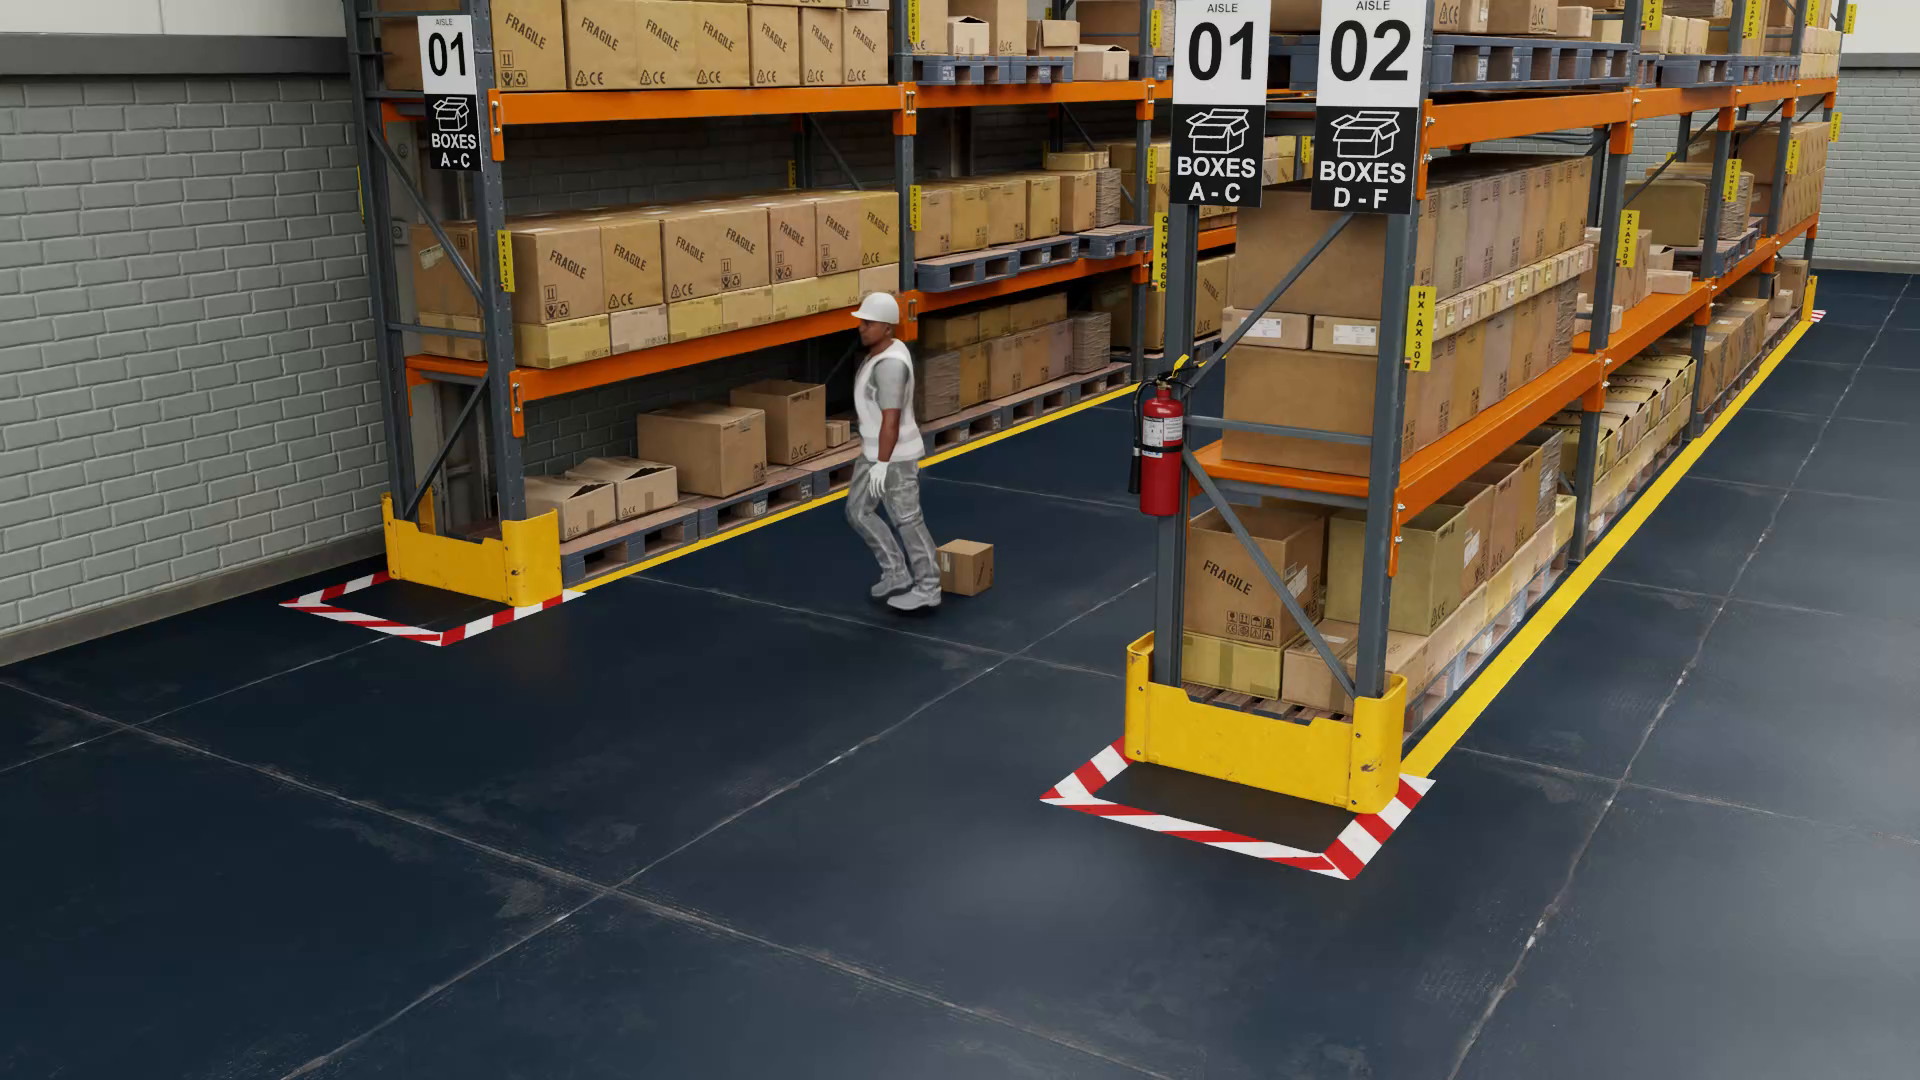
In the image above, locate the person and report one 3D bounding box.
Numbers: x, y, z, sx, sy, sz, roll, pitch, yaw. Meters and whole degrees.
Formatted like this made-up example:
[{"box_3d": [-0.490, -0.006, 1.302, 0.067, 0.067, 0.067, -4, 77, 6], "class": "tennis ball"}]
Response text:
[{"box_3d": [-0.358, -0.448, 9.012, 0.526, 1.794, 0.607, -4, 17, -14], "class": "person"}]
